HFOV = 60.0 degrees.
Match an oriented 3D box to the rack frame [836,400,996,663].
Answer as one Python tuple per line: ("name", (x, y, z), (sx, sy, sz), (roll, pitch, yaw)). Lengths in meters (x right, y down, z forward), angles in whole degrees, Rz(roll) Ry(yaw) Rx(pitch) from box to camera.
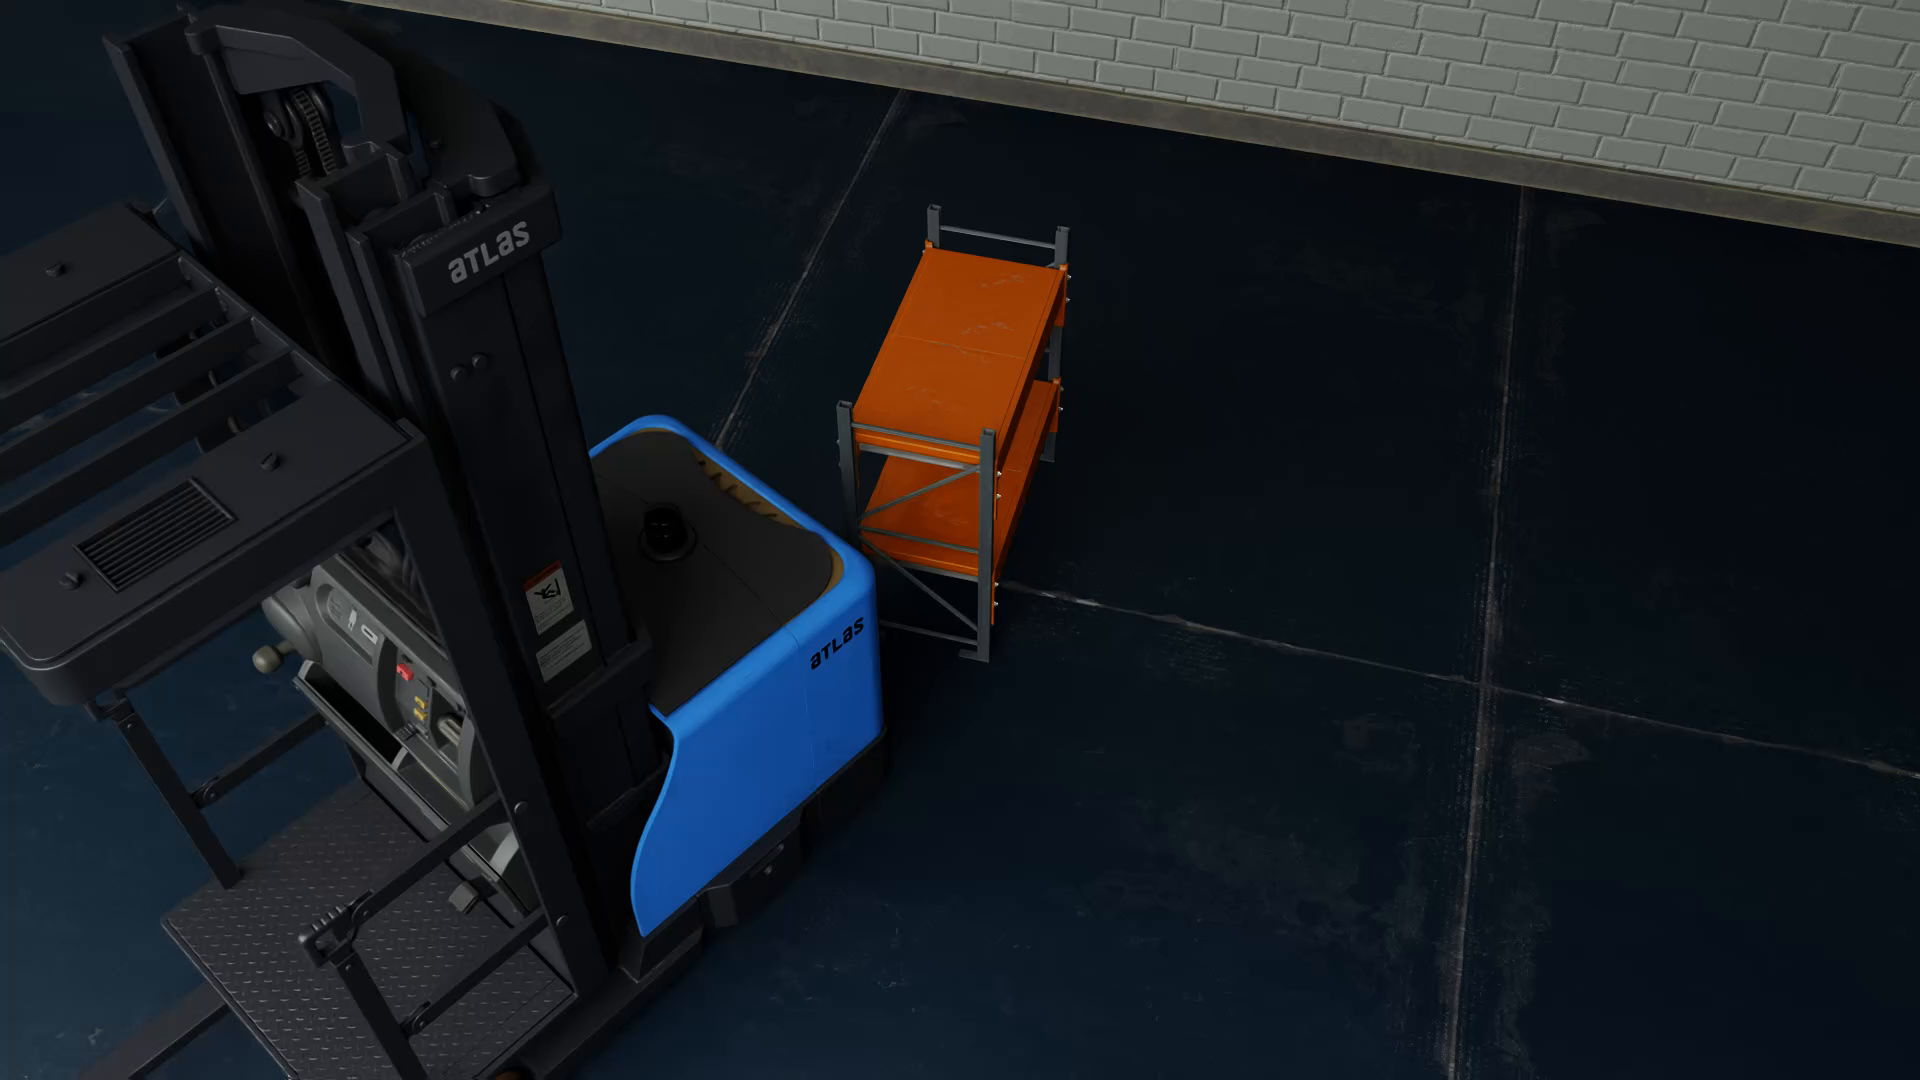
("rack frame", (-0.136, 0.000, 5.499), (0.500, 1.125, 0.032), (12, 50, 10))

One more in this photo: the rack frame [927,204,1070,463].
("rack frame", (0.132, -0.735, 6.148), (0.500, 1.125, 0.032), (12, 50, 10))

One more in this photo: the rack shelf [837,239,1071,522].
("rack shelf", (-0.002, -0.561, 5.605), (0.538, 0.278, 1.000), (12, 50, 10))

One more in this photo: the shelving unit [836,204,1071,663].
("shelving unit", (-0.002, -0.367, 5.824), (0.538, 1.125, 1.048), (12, 50, 10))

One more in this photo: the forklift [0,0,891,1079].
("forklift", (-1.599, 0.378, 3.962), (1.130, 2.935, 3.031), (35, 57, 27))

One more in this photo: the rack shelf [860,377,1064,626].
("rack shelf", (-0.002, -0.206, 6.007), (0.538, 0.278, 1.000), (12, 50, 10))
